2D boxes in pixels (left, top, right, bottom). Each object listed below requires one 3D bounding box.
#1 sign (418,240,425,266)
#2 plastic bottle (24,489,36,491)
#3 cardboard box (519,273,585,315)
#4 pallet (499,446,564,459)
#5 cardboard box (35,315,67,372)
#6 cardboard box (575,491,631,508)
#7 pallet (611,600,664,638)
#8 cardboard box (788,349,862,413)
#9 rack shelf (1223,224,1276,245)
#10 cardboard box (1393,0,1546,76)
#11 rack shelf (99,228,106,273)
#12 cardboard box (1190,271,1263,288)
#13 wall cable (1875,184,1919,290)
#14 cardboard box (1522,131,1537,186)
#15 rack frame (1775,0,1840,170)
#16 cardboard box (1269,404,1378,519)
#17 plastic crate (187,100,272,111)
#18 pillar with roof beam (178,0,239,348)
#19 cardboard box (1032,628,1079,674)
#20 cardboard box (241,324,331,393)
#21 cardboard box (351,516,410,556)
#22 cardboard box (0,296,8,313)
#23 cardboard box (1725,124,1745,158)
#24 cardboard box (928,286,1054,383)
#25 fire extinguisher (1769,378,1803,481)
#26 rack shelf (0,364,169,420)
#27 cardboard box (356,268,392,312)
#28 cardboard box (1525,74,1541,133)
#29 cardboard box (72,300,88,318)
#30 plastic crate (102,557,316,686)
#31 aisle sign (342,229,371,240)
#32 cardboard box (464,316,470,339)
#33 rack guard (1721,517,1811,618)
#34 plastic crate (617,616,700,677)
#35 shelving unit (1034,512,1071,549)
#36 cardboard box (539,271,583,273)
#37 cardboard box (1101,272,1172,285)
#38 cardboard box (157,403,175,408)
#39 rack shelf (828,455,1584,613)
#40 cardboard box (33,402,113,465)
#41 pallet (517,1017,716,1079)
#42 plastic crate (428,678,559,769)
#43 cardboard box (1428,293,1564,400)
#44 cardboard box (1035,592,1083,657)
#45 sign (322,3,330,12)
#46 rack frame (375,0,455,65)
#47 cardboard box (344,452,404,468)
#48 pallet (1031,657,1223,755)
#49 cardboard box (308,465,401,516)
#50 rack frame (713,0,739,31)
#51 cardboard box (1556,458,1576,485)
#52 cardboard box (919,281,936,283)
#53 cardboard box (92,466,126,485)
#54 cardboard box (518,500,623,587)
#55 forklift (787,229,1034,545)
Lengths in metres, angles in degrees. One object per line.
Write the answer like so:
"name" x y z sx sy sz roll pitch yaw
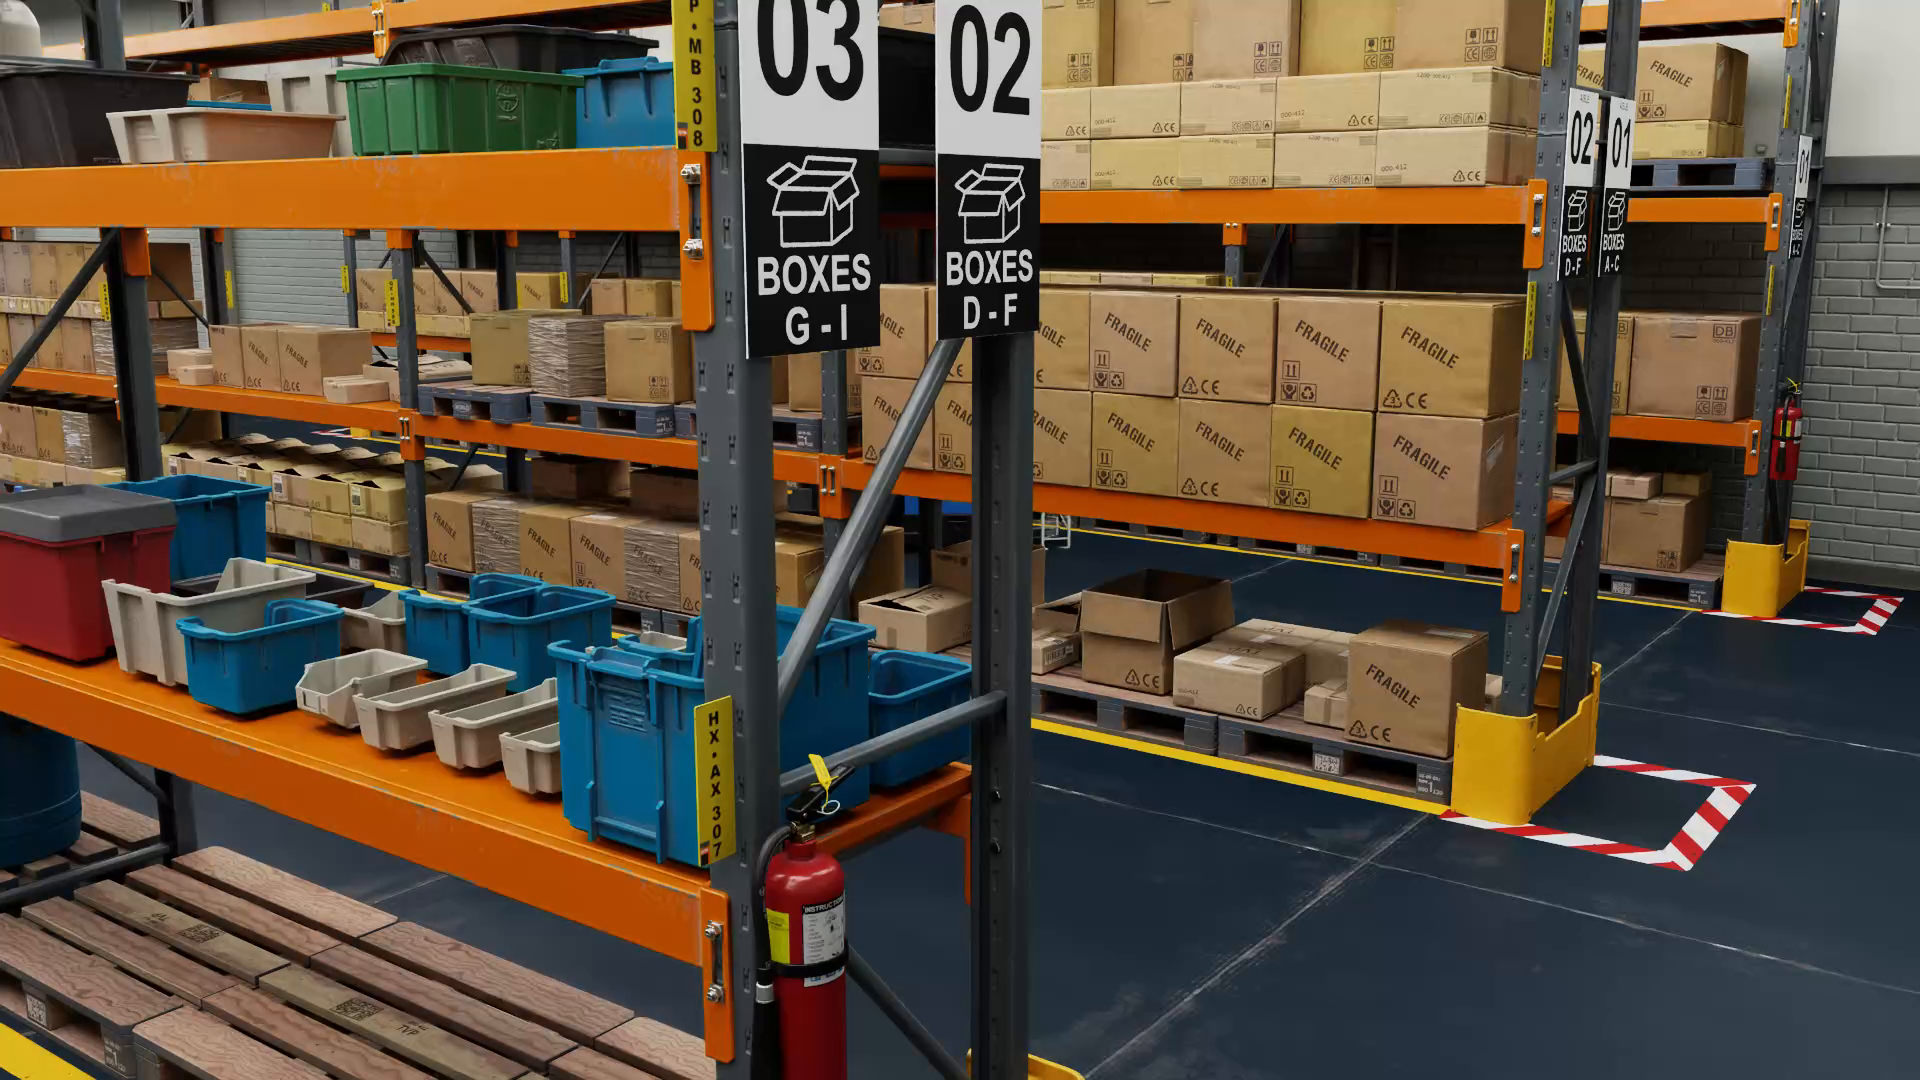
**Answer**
"sign" -6.854 -3.655 21.143 0.005 0.325 0.100 8 13 36
"plastic bottle" -3.833 -0.073 6.837 0.135 0.276 0.152 8 13 36
"cardboard box" -4.539 -2.709 18.502 0.500 0.500 0.500 8 13 35
"pallet" -4.537 -1.100 19.158 1.213 0.211 1.003 8 13 36
"cardboard box" -8.096 -1.853 15.448 0.500 0.500 0.700 8 14 36
"cardboard box" -2.370 -0.051 11.821 0.500 0.500 0.500 7 13 34
"pallet" -2.121 0.406 11.376 1.213 0.211 1.003 8 13 36
"cardboard box" -0.705 -1.083 10.363 0.500 0.500 0.700 3 11 16
"rack shelf" 0.862 -2.844 14.828 4.000 0.370 1.077 8 13 36
"cardboard box" 2.345 -2.359 7.532 0.500 0.500 0.700 8 13 36
"rack shelf" -5.003 -1.327 6.988 4.000 0.370 1.077 8 13 36
"cardboard box" 2.257 -2.164 14.245 0.500 0.250 0.500 8 14 37
"wall cable" 7.290 -1.549 11.465 1.851 1.984 0.084 8 13 36
"cardboard box" 2.505 -1.786 7.864 0.500 0.250 0.500 8 13 36
"rack frame" 5.698 -3.995 10.988 0.127 3.000 1.000 8 13 36
"cardboard box" 1.826 -0.406 7.969 0.500 0.500 0.500 8 14 36
"plastic crate" -2.468 -1.320 5.497 0.300 0.233 0.416 8 13 36
"pillar with roof beam" -13.506 -5.863 20.644 0.400 9.000 9.100 8 13 36
"cardboard box" 0.458 0.611 9.277 0.250 0.166 0.380 8 13 36
"cardboard box" -5.466 -1.485 13.543 0.500 0.500 0.500 8 14 36
"cardboard box" -4.248 -0.068 12.618 0.500 0.250 0.500 8 14 37
"cardboard box" -8.900 -2.236 15.717 0.250 0.149 0.380 8 13 35
"cardboard box" 5.254 -2.823 11.856 0.500 0.250 0.500 9 14 38
"cardboard box" 0.174 -1.126 9.059 0.500 0.500 0.500 7 13 34
"fire extinguisher" 5.546 -0.741 11.147 0.183 0.674 0.296 8 13 36
"rack shelf" -8.516 -1.512 15.840 4.000 0.370 1.077 8 13 36
"cardboard box" -6.992 -3.053 20.282 0.500 0.500 0.500 8 14 36
"cardboard box" 2.508 -2.033 7.822 0.500 0.250 0.500 8 13 36
"cardboard box" -7.660 -2.062 14.822 0.250 0.149 0.380 7 13 34
"plastic crate" -2.269 0.246 5.015 0.530 0.282 0.437 8 13 36
"aisle sign" -7.434 -4.087 20.413 0.004 0.787 0.394 8 13 36
"cardboard box" -5.347 -2.453 19.155 0.500 0.250 0.500 8 13 35
"rack guard" 5.717 0.180 11.781 0.348 0.500 1.175 8 13 36
"plastic crate" -0.701 0.368 4.515 0.300 0.233 0.416 8 13 36
"shelving unit" 0.753 -0.564 13.788 0.258 1.200 0.503 -2 11 -8
"cardboard box" -4.644 -2.847 19.214 0.500 0.500 0.500 8 13 35
"cardboard box" 1.539 -2.145 14.145 0.500 0.250 0.500 8 14 37
"cardboard box" -7.500 -1.019 15.561 0.500 0.500 0.500 8 13 36
"rack shelf" 1.156 -0.162 8.866 4.000 0.370 1.077 8 13 36
"cardboard box" -8.208 -0.997 15.443 0.500 0.500 0.500 8 13 36
"pallet" -0.808 1.738 4.493 1.213 0.211 1.003 8 13 36
"plastic crate" -1.156 0.468 4.248 0.243 0.136 0.396 8 13 36
"cardboard box" 2.567 -0.921 7.997 0.500 0.500 0.500 8 14 37
"cardboard box" 0.776 0.469 9.631 0.500 0.311 0.500 8 13 36
"sign" -7.520 -6.208 19.760 0.005 0.325 0.100 8 13 36
"rack frame" -3.680 -4.136 11.715 0.127 3.000 1.000 8 13 36
"cardboard box" -4.766 -0.541 13.586 0.500 0.311 0.500 7 13 34
"pallet" 1.085 0.843 9.116 1.213 0.211 1.003 8 13 36
"cardboard box" -4.670 -0.400 12.859 0.500 0.311 0.500 8 13 35
"rack frame" -0.167 -2.478 3.148 0.127 3.000 1.000 8 13 36
"cardboard box" 4.683 -0.512 12.546 0.250 0.149 0.380 8 14 36
"cardboard box" 0.105 -1.263 9.766 0.500 0.500 0.500 8 14 36
"cardboard box" -7.407 -0.515 14.927 0.500 0.250 0.500 8 13 36
"cardboard box" -2.655 0.031 11.394 0.500 0.500 0.500 8 13 35
"forklift" -0.938 -1.431 13.711 3.031 2.935 1.130 -1 11 -4
